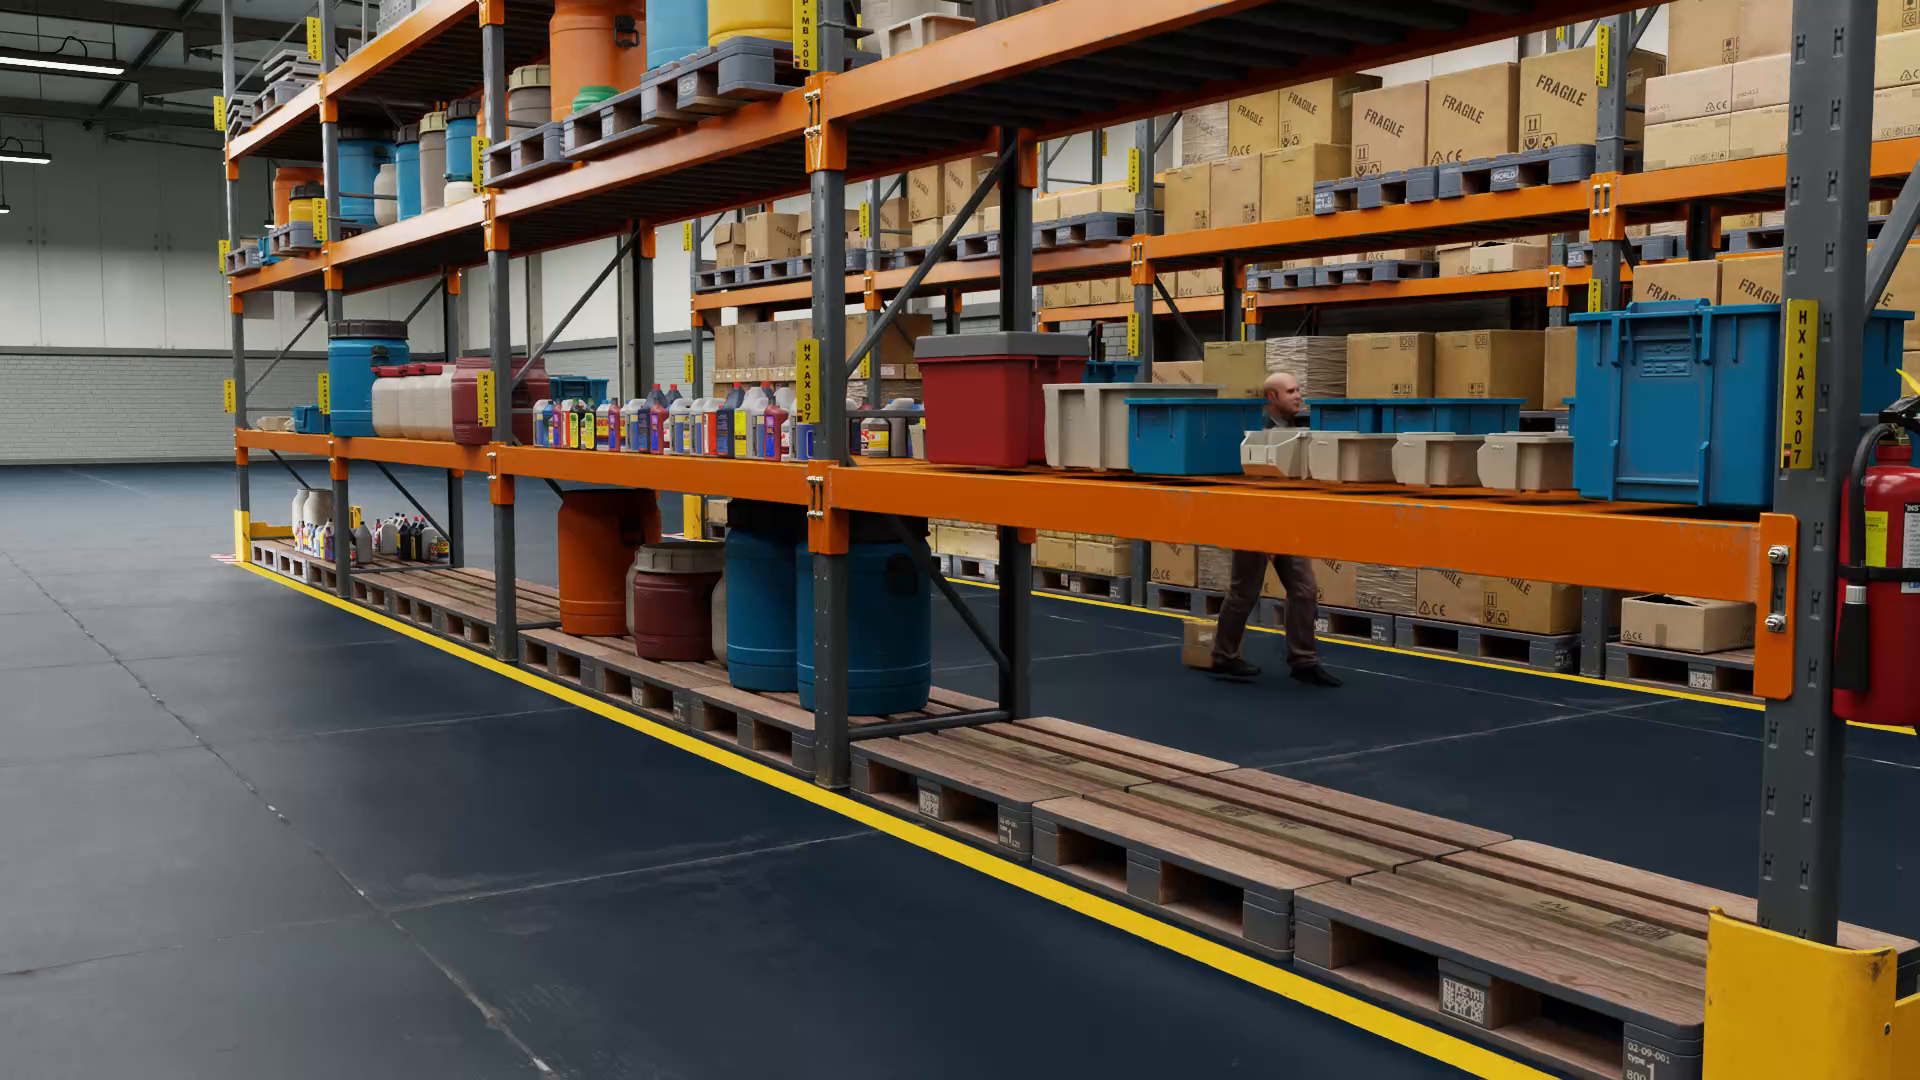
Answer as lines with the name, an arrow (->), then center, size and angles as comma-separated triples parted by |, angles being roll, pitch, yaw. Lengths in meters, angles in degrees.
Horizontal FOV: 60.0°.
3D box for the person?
person -> 1.696, -0.046, 9.156 | 0.714, 1.741, 0.551 | 4, 6, 41
